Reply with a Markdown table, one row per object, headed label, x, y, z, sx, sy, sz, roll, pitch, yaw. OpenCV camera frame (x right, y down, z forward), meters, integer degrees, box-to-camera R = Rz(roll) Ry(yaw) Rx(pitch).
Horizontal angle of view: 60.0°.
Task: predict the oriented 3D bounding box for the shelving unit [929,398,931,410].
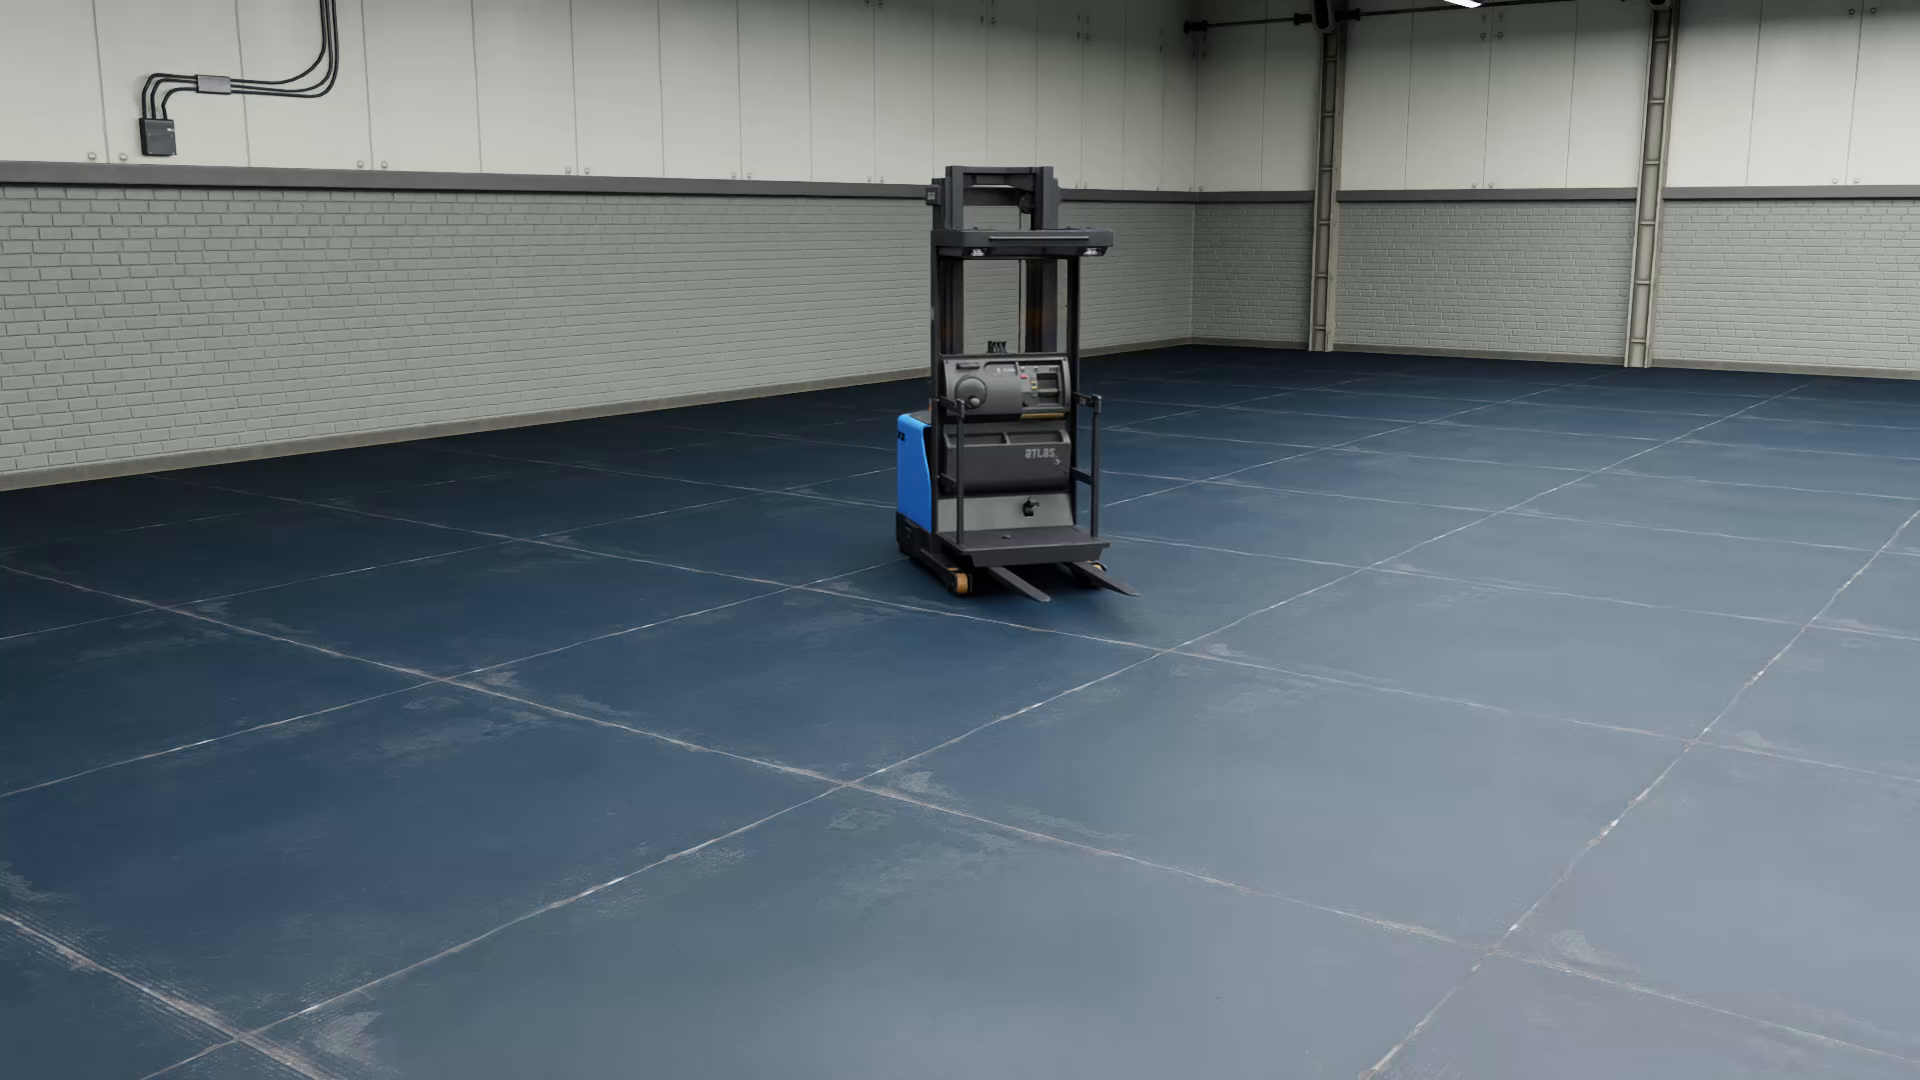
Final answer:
| label | x | y | z | sx | sy | sz | roll | pitch | yaw |
| --- | --- | --- | --- | --- | --- | --- | --- | --- | --- |
| shelving unit | 0.024 | -0.618 | 13.566 | 0.503 | 1.200 | 0.258 | 6 | 12 | 29 |

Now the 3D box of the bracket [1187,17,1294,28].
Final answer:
| label | x | y | z | sx | sy | sz | roll | pitch | yaw |
| --- | --- | --- | --- | --- | --- | --- | --- | --- | --- |
| bracket | 5.151 | -10.114 | 32.639 | 3.189 | 0.066 | 0.076 | 8 | 13 | 36 |

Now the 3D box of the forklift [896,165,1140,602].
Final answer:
| label | x | y | z | sx | sy | sz | roll | pitch | yaw |
| --- | --- | --- | --- | --- | --- | --- | --- | --- | --- |
| forklift | 0.399 | -1.132 | 11.665 | 1.130 | 2.935 | 3.031 | -3 | 11 | -16 |

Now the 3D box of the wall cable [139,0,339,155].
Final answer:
| label | x | y | z | sx | sy | sz | roll | pitch | yaw |
| --- | --- | --- | --- | --- | --- | --- | --- | --- | --- |
| wall cable | -7.475 | -6.987 | 16.998 | 0.169 | 6.003 | 2.305 | 8 | 13 | 36 |

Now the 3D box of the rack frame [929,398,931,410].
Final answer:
| label | x | y | z | sx | sy | sz | roll | pitch | yaw |
| --- | --- | --- | --- | --- | --- | --- | --- | --- | --- |
| rack frame | -0.190 | -0.641 | 13.682 | 0.015 | 1.200 | 0.240 | 6 | 12 | 29 |

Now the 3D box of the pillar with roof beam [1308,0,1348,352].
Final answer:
| label | x | y | z | sx | sy | sz | roll | pitch | yaw |
| --- | --- | --- | --- | --- | --- | --- | --- | --- | --- |
| pillar with roof beam | 4.582 | -7.495 | 28.580 | 0.548 | 9.000 | 9.100 | 8 | 13 | 36 |

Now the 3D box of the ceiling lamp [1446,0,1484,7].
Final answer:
| label | x | y | z | sx | sy | sz | roll | pitch | yaw |
| --- | --- | --- | --- | --- | --- | --- | --- | --- | --- |
| ceiling lamp | 7.308 | -9.826 | 25.261 | 0.800 | 3.185 | 2.000 | 8 | 13 | 36 |

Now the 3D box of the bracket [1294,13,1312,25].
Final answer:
| label | x | y | z | sx | sy | sz | roll | pitch | yaw |
| --- | --- | --- | --- | --- | --- | --- | --- | --- | --- |
| bracket | 6.585 | -9.914 | 31.605 | 0.430 | 0.232 | 0.235 | 8 | 13 | 36 |

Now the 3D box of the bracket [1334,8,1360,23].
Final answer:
| label | x | y | z | sx | sy | sz | roll | pitch | yaw |
| --- | --- | --- | --- | --- | --- | --- | --- | --- | --- |
| bracket | 7.254 | -9.820 | 31.122 | 0.430 | 0.232 | 0.235 | 8 | 13 | 36 |

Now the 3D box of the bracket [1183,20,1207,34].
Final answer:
| label | x | y | z | sx | sy | sz | roll | pitch | yaw |
| --- | --- | --- | --- | --- | --- | --- | --- | --- | --- |
| bracket | 4.675 | -10.180 | 32.982 | 0.430 | 0.232 | 0.235 | 8 | 13 | 36 |

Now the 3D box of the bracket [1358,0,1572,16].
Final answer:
| label | x | y | z | sx | sy | sz | roll | pitch | yaw |
| --- | --- | --- | --- | --- | --- | --- | --- | --- | --- |
| bracket | 9.331 | -9.531 | 29.625 | 4.783 | 0.066 | 0.076 | 8 | 13 | 36 |

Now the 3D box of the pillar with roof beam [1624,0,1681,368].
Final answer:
| label | x | y | z | sx | sy | sz | roll | pitch | yaw |
| --- | --- | --- | --- | --- | --- | --- | --- | --- | --- |
| pillar with roof beam | 9.418 | -6.820 | 25.093 | 0.548 | 9.000 | 9.100 | 8 | 13 | 36 |
